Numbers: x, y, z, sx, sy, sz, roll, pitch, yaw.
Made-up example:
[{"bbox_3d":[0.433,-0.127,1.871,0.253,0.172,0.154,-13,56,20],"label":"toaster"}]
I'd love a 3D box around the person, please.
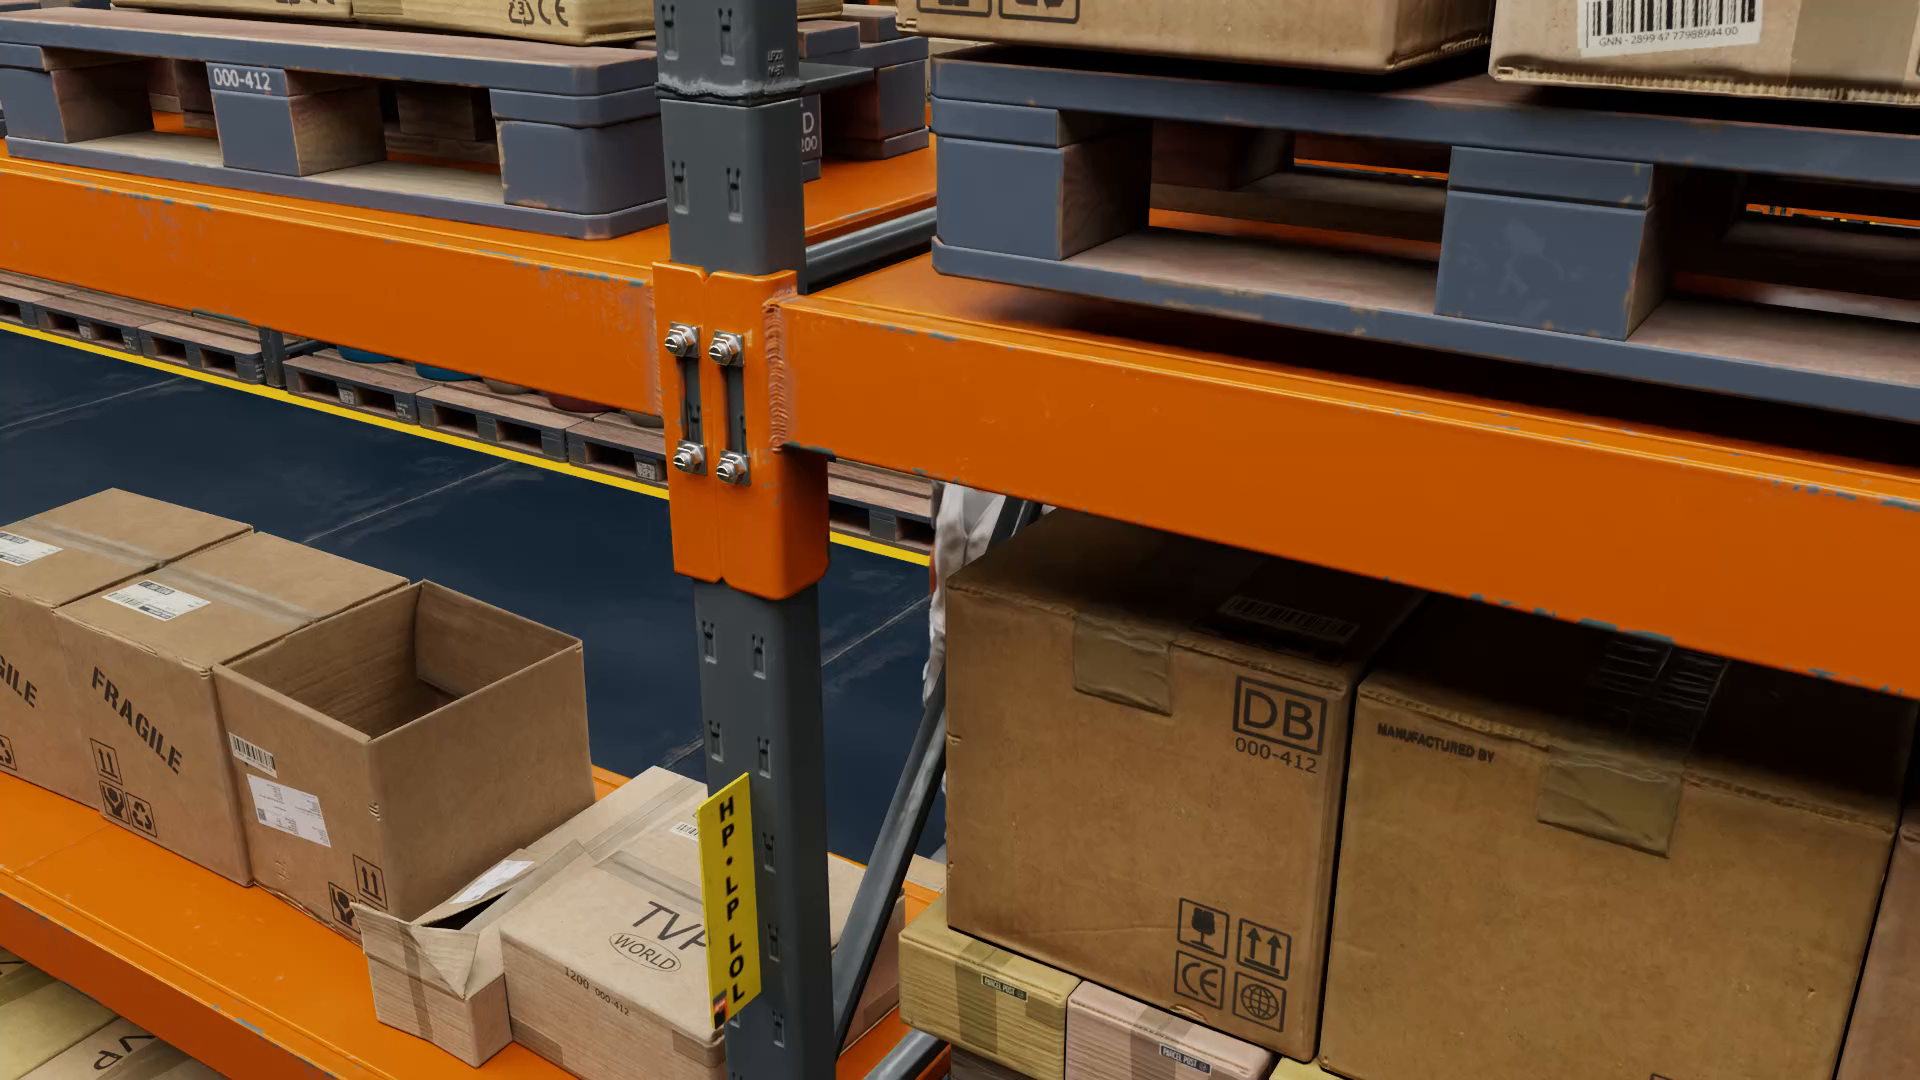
[{"bbox_3d":[0.110,0.319,5.327,0.528,1.781,0.351,14,27,30],"label":"person"}]
